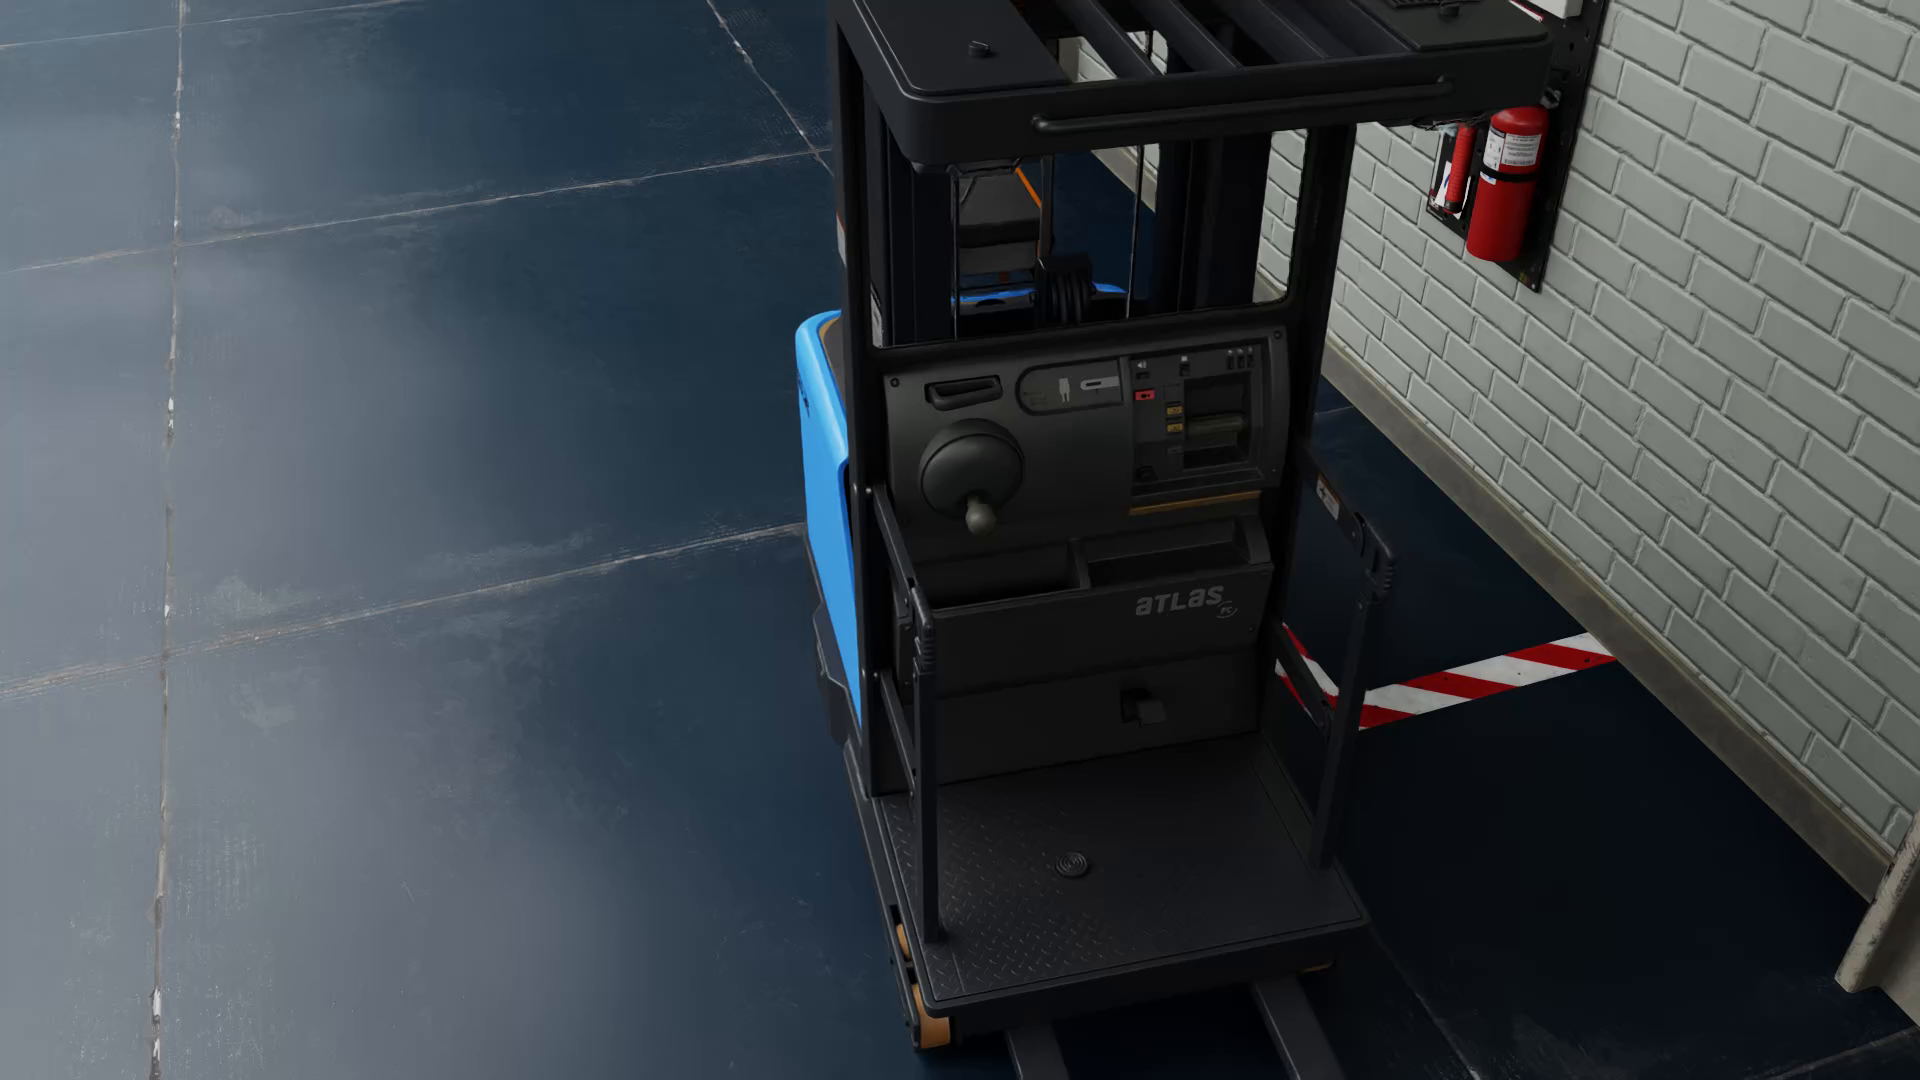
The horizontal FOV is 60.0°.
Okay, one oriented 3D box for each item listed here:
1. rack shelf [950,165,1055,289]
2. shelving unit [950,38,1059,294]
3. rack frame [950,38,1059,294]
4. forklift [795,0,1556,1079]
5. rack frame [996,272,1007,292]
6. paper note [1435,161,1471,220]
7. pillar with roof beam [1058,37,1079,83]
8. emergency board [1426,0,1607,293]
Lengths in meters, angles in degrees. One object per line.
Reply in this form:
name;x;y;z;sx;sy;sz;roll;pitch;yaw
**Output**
rack shelf;0.019;-0.890;5.209;0.431;0.518;0.480;-8;38;-11
shelving unit;0.019;-0.901;5.201;0.431;2.100;0.503;-8;38;-11
rack frame;0.076;-0.758;5.012;0.400;2.100;0.015;-8;38;-11
forklift;0.345;-0.179;3.551;1.130;2.935;3.031;-8;38;-11
rack frame;-0.037;-1.044;5.391;0.400;2.100;0.015;-8;38;-11
paper note;1.640;-1.165;5.536;0.016;0.148;0.142;-12;39;-16
pillar with roof beam;-3.656;-4.893;4.767;9.100;9.000;0.400;-12;39;-16
emergency board;1.636;-1.403;5.119;0.194;1.169;0.643;-12;39;-16
